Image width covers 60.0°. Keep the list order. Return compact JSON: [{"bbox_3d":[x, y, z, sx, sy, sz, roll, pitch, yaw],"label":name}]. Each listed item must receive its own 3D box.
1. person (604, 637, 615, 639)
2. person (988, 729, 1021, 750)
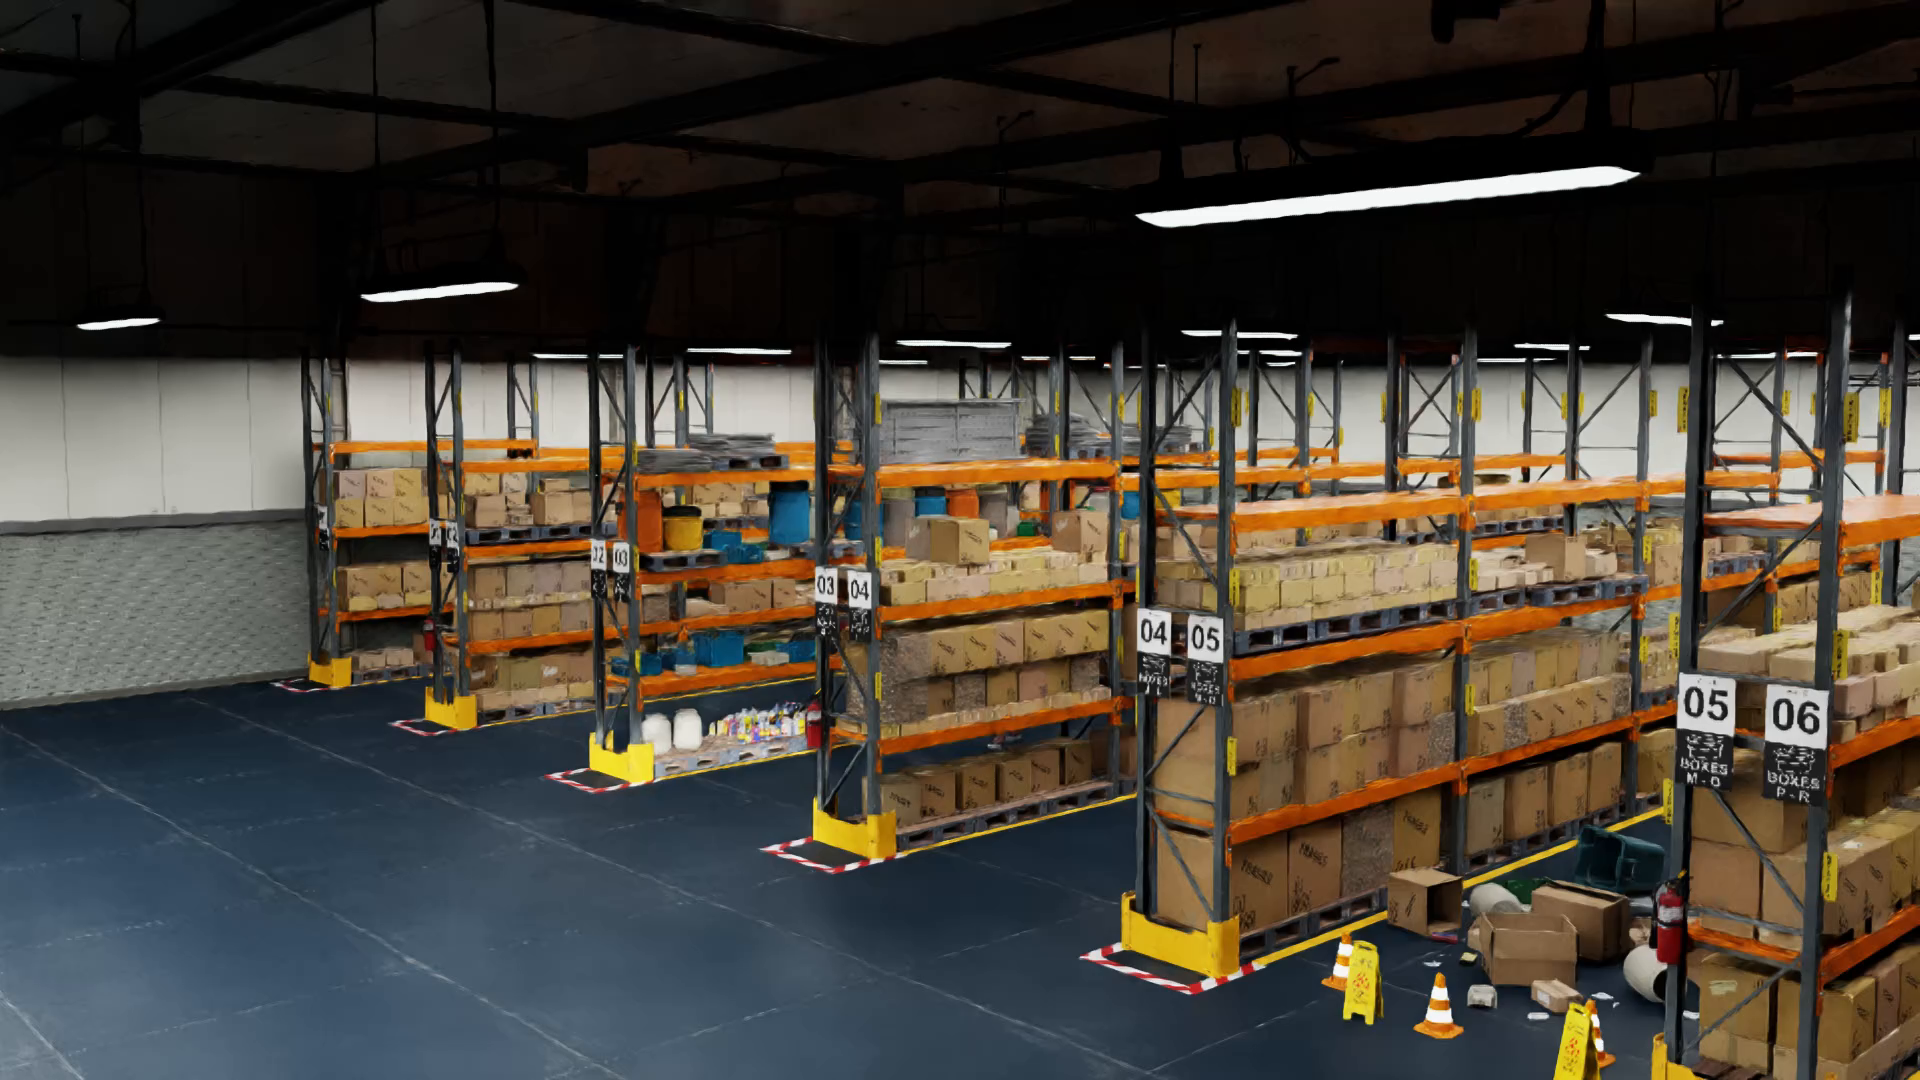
[{"bbox_3d":[-6.343,1.679,30.681,0.510,1.596,0.625,-5,7,-44],"label":"person"},{"bbox_3d":[0.613,2.212,24.317,0.446,1.604,1.018,4,6,38],"label":"person"}]
